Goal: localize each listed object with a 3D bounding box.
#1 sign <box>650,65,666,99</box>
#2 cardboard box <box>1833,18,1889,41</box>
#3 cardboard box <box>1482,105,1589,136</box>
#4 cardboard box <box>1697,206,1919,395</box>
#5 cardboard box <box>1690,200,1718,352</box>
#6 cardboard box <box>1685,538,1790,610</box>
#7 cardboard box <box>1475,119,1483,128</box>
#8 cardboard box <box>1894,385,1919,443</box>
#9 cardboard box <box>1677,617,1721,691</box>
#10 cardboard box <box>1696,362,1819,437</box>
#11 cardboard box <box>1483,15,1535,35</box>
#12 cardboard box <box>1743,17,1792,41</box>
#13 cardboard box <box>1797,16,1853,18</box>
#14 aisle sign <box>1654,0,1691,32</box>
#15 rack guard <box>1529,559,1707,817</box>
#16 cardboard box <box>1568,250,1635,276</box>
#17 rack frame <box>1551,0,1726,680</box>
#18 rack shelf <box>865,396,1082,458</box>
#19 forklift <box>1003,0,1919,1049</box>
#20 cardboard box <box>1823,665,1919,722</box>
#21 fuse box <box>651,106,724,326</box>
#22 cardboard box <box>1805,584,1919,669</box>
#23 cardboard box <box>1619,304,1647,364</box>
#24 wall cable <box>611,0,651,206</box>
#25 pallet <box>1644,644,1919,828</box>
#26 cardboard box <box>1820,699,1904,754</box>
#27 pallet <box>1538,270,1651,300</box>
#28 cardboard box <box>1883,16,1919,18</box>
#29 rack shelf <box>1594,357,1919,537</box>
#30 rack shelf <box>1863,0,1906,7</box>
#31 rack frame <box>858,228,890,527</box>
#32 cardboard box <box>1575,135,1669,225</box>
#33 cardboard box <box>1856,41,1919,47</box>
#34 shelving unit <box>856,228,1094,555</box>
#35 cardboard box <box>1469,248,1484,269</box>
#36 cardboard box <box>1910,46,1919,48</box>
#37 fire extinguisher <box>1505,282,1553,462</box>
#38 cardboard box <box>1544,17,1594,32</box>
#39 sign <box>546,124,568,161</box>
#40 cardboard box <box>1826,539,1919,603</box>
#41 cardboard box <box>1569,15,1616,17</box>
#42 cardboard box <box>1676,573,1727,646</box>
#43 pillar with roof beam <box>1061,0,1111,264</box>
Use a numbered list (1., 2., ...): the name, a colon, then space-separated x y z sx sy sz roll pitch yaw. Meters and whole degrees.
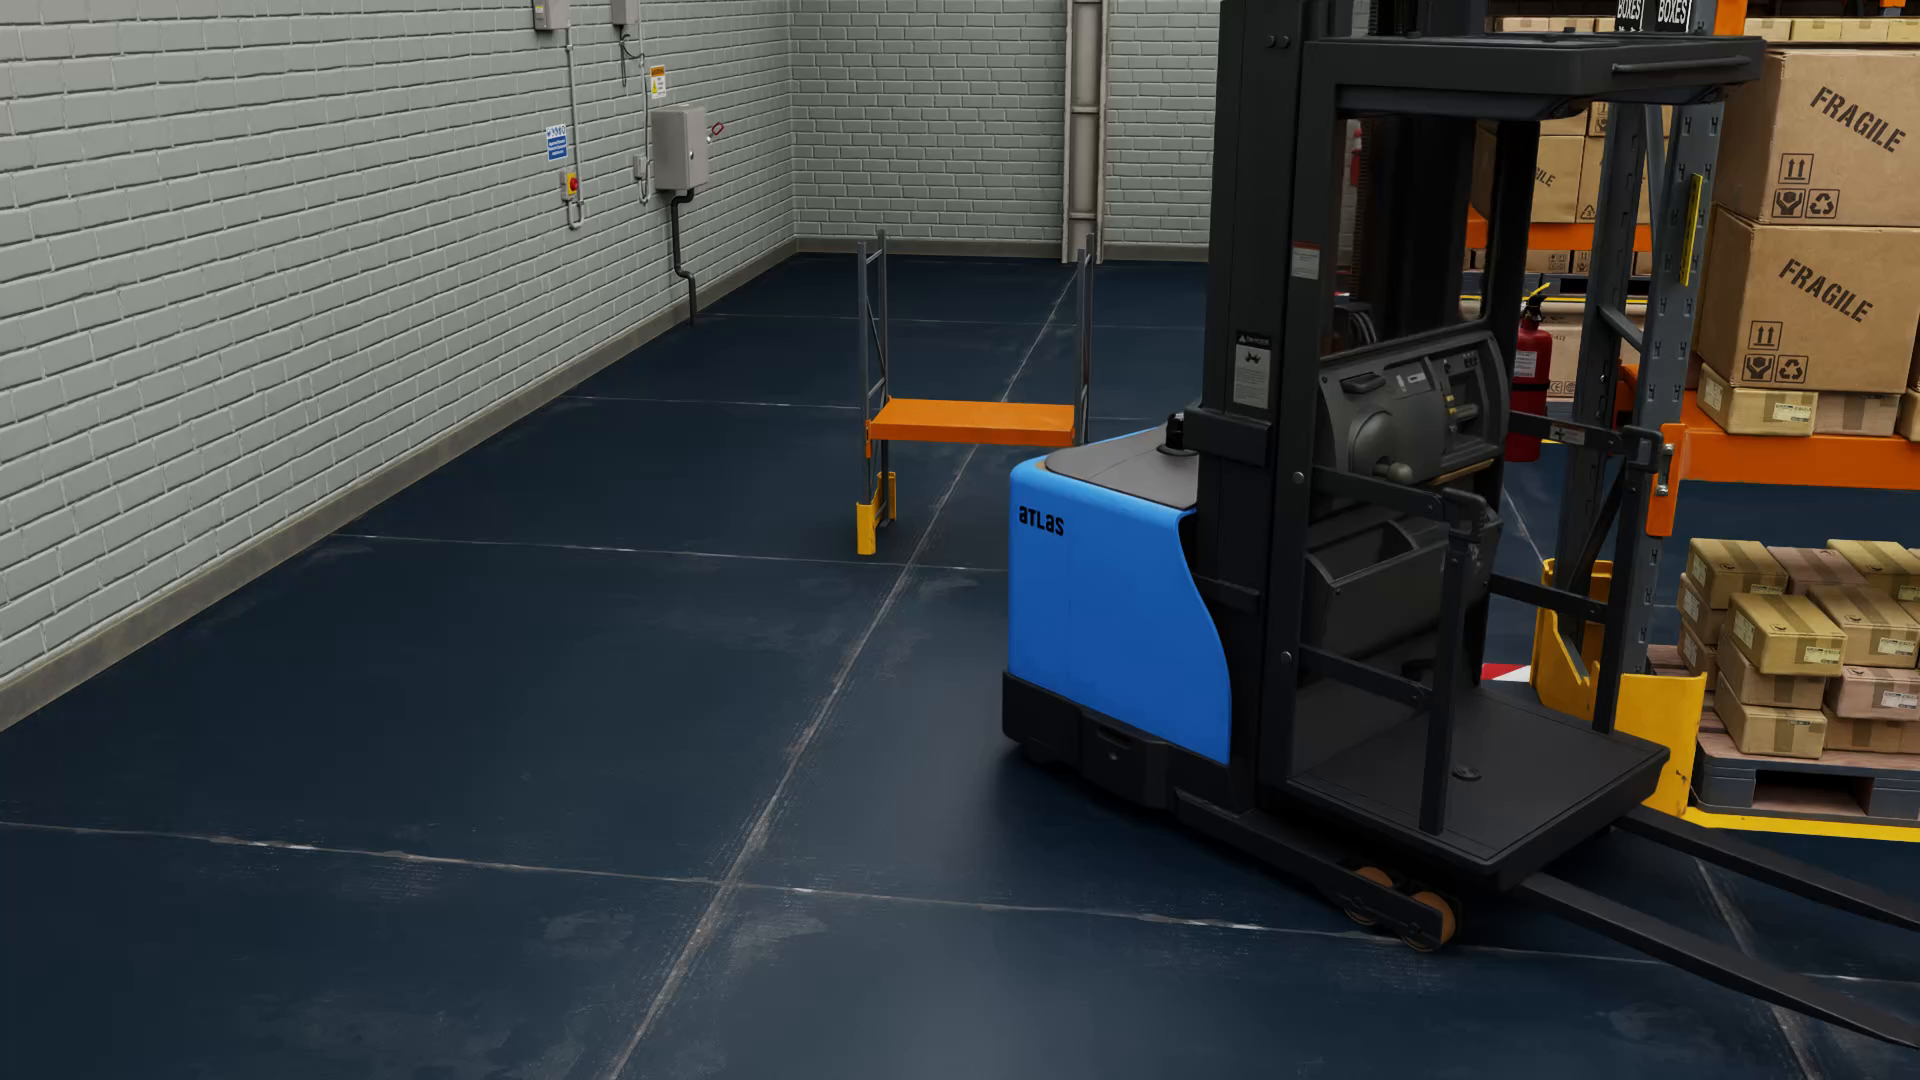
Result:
1. sign: -2.343 -3.559 12.911 0.001 0.242 0.339 3 19 9
2. cardboard box: 5.061 -2.882 9.435 0.250 0.149 0.380 3 19 9
3. cardboard box: 3.393 -2.655 9.778 0.500 0.500 0.500 3 19 7
4. cardboard box: 2.678 -0.770 5.252 0.500 0.500 0.500 4 19 11
5. cardboard box: 2.763 -0.937 5.751 0.500 0.500 0.500 3 19 10
6. cardboard box: 2.841 0.127 6.090 0.250 0.149 0.380 3 19 9
7. cardboard box: 3.478 -2.819 10.267 0.500 0.500 0.500 4 19 10
8. cardboard box: 3.061 -0.423 5.235 0.250 0.149 0.380 2 19 7
9. cardboard box: 2.831 0.423 6.143 0.250 0.149 0.380 3 19 10
10. cardboard box: 2.546 -0.453 5.325 0.250 0.149 0.380 3 19 8
11. cardboard box: 3.350 -3.121 10.147 0.250 0.149 0.380 3 19 9
12. cardboard box: 4.549 -2.902 9.492 0.250 0.149 0.380 3 19 9
13. cardboard box: 5.142 -3.054 9.949 0.250 0.149 0.380 3 19 9
14. aisle sign: 2.159 -1.834 4.959 0.004 0.787 0.394 3 19 9
15. rack guard: 2.354 0.498 6.026 0.348 0.500 1.175 3 19 9
16. cardboard box: 5.680 -2.642 14.750 0.500 0.500 0.500 3 19 10
17. rack frame: 2.279 -0.691 5.641 0.127 3.000 1.000 3 19 9
18. rack shelf: 0.084 -0.536 8.109 1.000 0.185 0.538 3 19 9
19. forklift: 1.517 -0.391 4.854 1.130 2.935 3.031 -16 24 -40
20. cardboard box: 3.017 0.459 5.566 0.250 0.149 0.380 3 19 8
21. fuse box: -2.130 -2.563 13.267 0.414 1.711 0.539 3 19 9
22. cardboard box: 3.033 0.289 5.607 0.250 0.149 0.380 3 19 10
23. cardboard box: 4.536 -1.186 10.495 0.875 0.438 0.875 3 19 10
24. wall cable: -2.394 -3.450 12.286 0.122 1.984 0.588 3 19 9
25. pallet: 3.150 0.687 5.917 1.213 0.211 1.003 3 19 9
26. cardboard box: 3.016 0.576 5.685 0.250 0.149 0.380 3 19 8
27. pallet: 5.811 -2.374 15.065 1.213 0.211 1.003 3 19 9
28. cardboard box: 5.635 -3.034 9.887 0.250 0.149 0.380 2 19 7
29. rack shelf: 4.253 -0.249 5.454 4.000 0.370 1.077 3 19 9
30. rack shelf: 9.672 -4.581 13.675 4.000 0.370 1.077 3 19 9
31. rack frame: -0.418 -0.733 8.129 0.032 1.500 0.500 3 19 9
32. cardboard box: 3.896 -2.163 9.884 0.500 0.500 0.500 3 19 8
33. cardboard box: 3.270 -1.383 5.507 0.500 0.500 0.500 2 19 7
34. shelving unit: 0.075 -0.707 8.054 1.083 1.500 0.587 3 19 9
35. cardboard box: 4.750 -2.555 15.044 0.250 0.149 0.380 2 19 6
36. cardboard box: 3.179 -1.224 5.033 0.500 0.500 0.500 3 19 10
37. fire extinguisher: 2.103 -0.635 6.182 0.183 0.674 0.296 3 19 9
38. cardboard box: 3.541 -2.981 9.728 0.250 0.149 0.380 3 19 10
39. sign: -2.675 -2.639 11.038 0.001 0.218 0.327 3 19 9
40. cardboard box: 3.356 0.131 6.078 0.250 0.149 0.380 3 19 7
41. cardboard box: 3.873 -3.129 10.171 0.250 0.149 0.380 3 19 8
42. cardboard box: 2.845 0.258 6.167 0.250 0.149 0.380 2 19 7
43. pillar with roof beam: 0.546 -5.716 11.206 0.400 9.000 9.100 3 19 9
